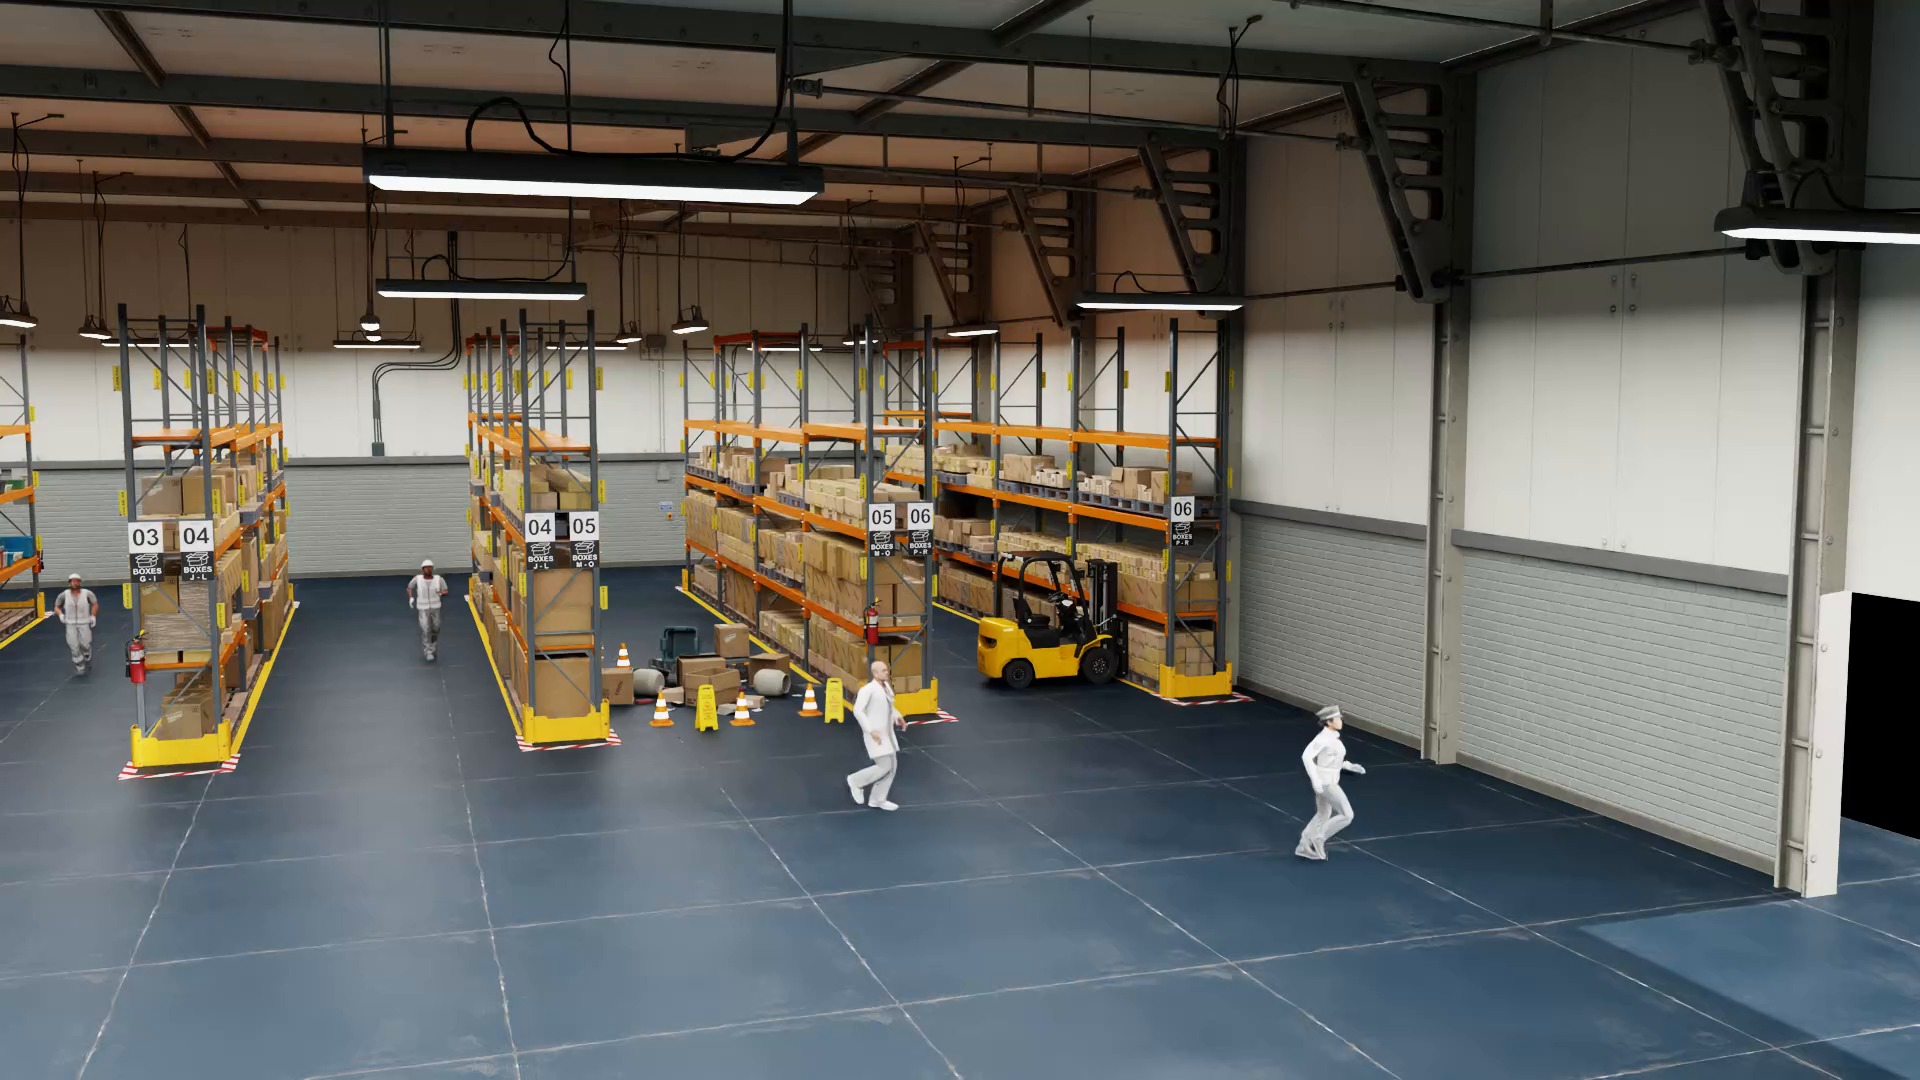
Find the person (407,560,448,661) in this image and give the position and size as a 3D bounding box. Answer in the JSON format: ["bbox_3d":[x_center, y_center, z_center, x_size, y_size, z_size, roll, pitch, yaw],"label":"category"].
[{"bbox_3d":[-9.598,1.239,30.062,0.687,1.763,1.003,-3,6,-26],"label":"person"}]

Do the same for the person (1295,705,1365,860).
[{"bbox_3d":[3.854,2.532,17.302,0.692,1.634,0.583,2,6,19],"label":"person"}]

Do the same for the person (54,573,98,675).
[{"bbox_3d":[-15.068,1.441,28.362,0.661,1.745,0.586,-2,6,-24],"label":"person"}]

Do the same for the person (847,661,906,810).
[{"bbox_3d":[-0.989,2.287,19.559,0.636,1.750,0.731,3,6,25],"label":"person"}]
